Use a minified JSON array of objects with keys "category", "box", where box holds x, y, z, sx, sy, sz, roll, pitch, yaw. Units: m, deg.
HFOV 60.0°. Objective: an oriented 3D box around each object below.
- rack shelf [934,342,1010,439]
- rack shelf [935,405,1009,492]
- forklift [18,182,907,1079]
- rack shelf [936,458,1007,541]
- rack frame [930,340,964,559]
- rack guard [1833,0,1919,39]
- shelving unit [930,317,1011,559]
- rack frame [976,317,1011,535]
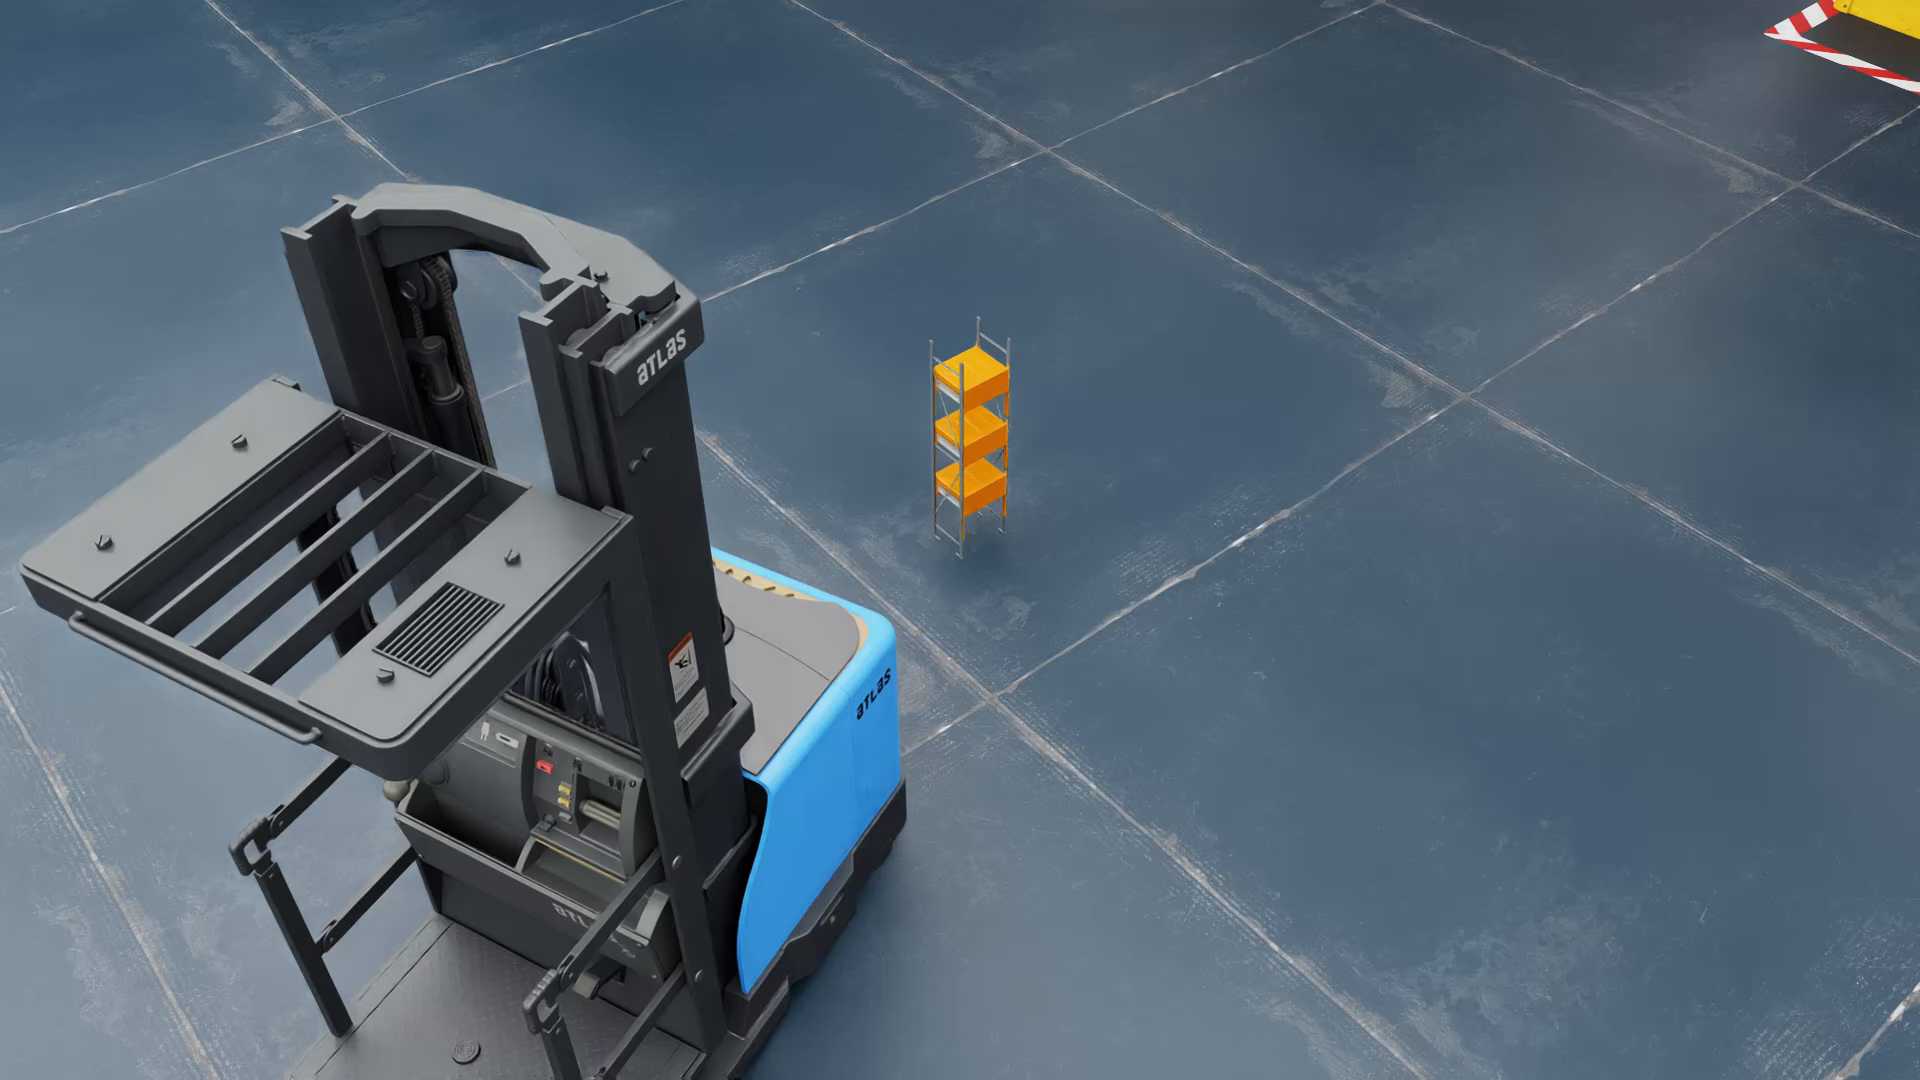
[{"category":"rack shelf","box":[0.041,-0.605,6.729,0.240,0.259,0.215,-30,51,-28]},{"category":"rack shelf","box":[0.041,-0.398,6.923,0.240,0.259,0.215,-30,51,-28]},{"category":"forklift","box":[-1.342,0.702,4.361,1.130,2.935,3.031,20,47,20]},{"category":"rack shelf","box":[0.041,-0.196,7.113,0.240,0.259,0.215,-30,51,-28]},{"category":"rack frame","box":[-0.053,-0.353,6.859,0.008,1.050,0.200,-30,51,-28]},{"category":"rack guard","box":[6.261,-3.479,10.589,0.348,0.500,1.175,-30,51,-28]},{"category":"shelving unit","box":[0.041,-0.406,6.916,0.252,1.050,0.215,-30,51,-28]},{"category":"rack frame","box":[0.135,-0.460,6.973,0.008,1.050,0.200,-30,51,-28]}]
